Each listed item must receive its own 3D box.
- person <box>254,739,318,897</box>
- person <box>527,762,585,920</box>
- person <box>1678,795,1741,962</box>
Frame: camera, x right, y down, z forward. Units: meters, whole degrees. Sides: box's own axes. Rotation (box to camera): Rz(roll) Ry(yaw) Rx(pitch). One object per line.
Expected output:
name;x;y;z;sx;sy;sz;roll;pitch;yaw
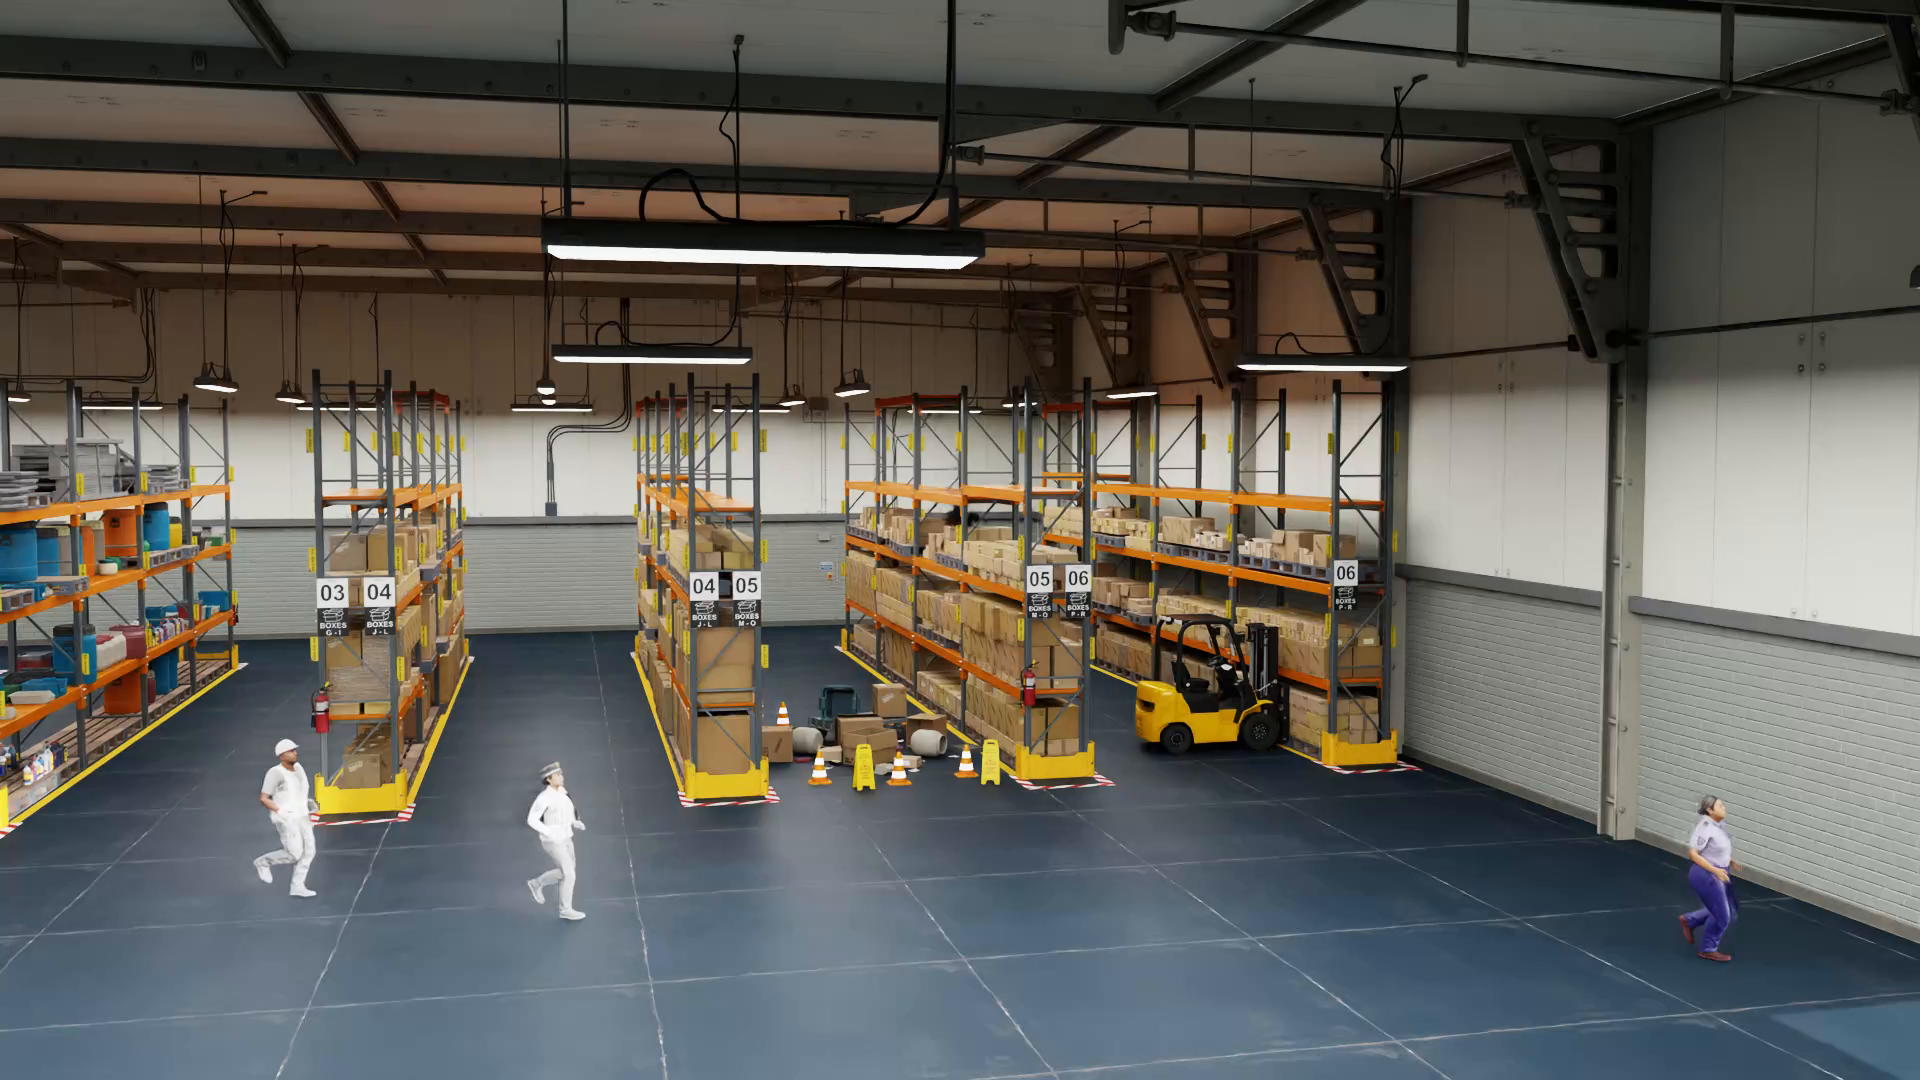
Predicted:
person;-7.453;3.072;18.411;0.689;1.743;0.683;1;3;13
person;-4.287;3.158;17.549;0.698;1.654;0.621;1;3;17
person;7.256;3.310;16.156;0.537;1.519;0.594;3;4;39
